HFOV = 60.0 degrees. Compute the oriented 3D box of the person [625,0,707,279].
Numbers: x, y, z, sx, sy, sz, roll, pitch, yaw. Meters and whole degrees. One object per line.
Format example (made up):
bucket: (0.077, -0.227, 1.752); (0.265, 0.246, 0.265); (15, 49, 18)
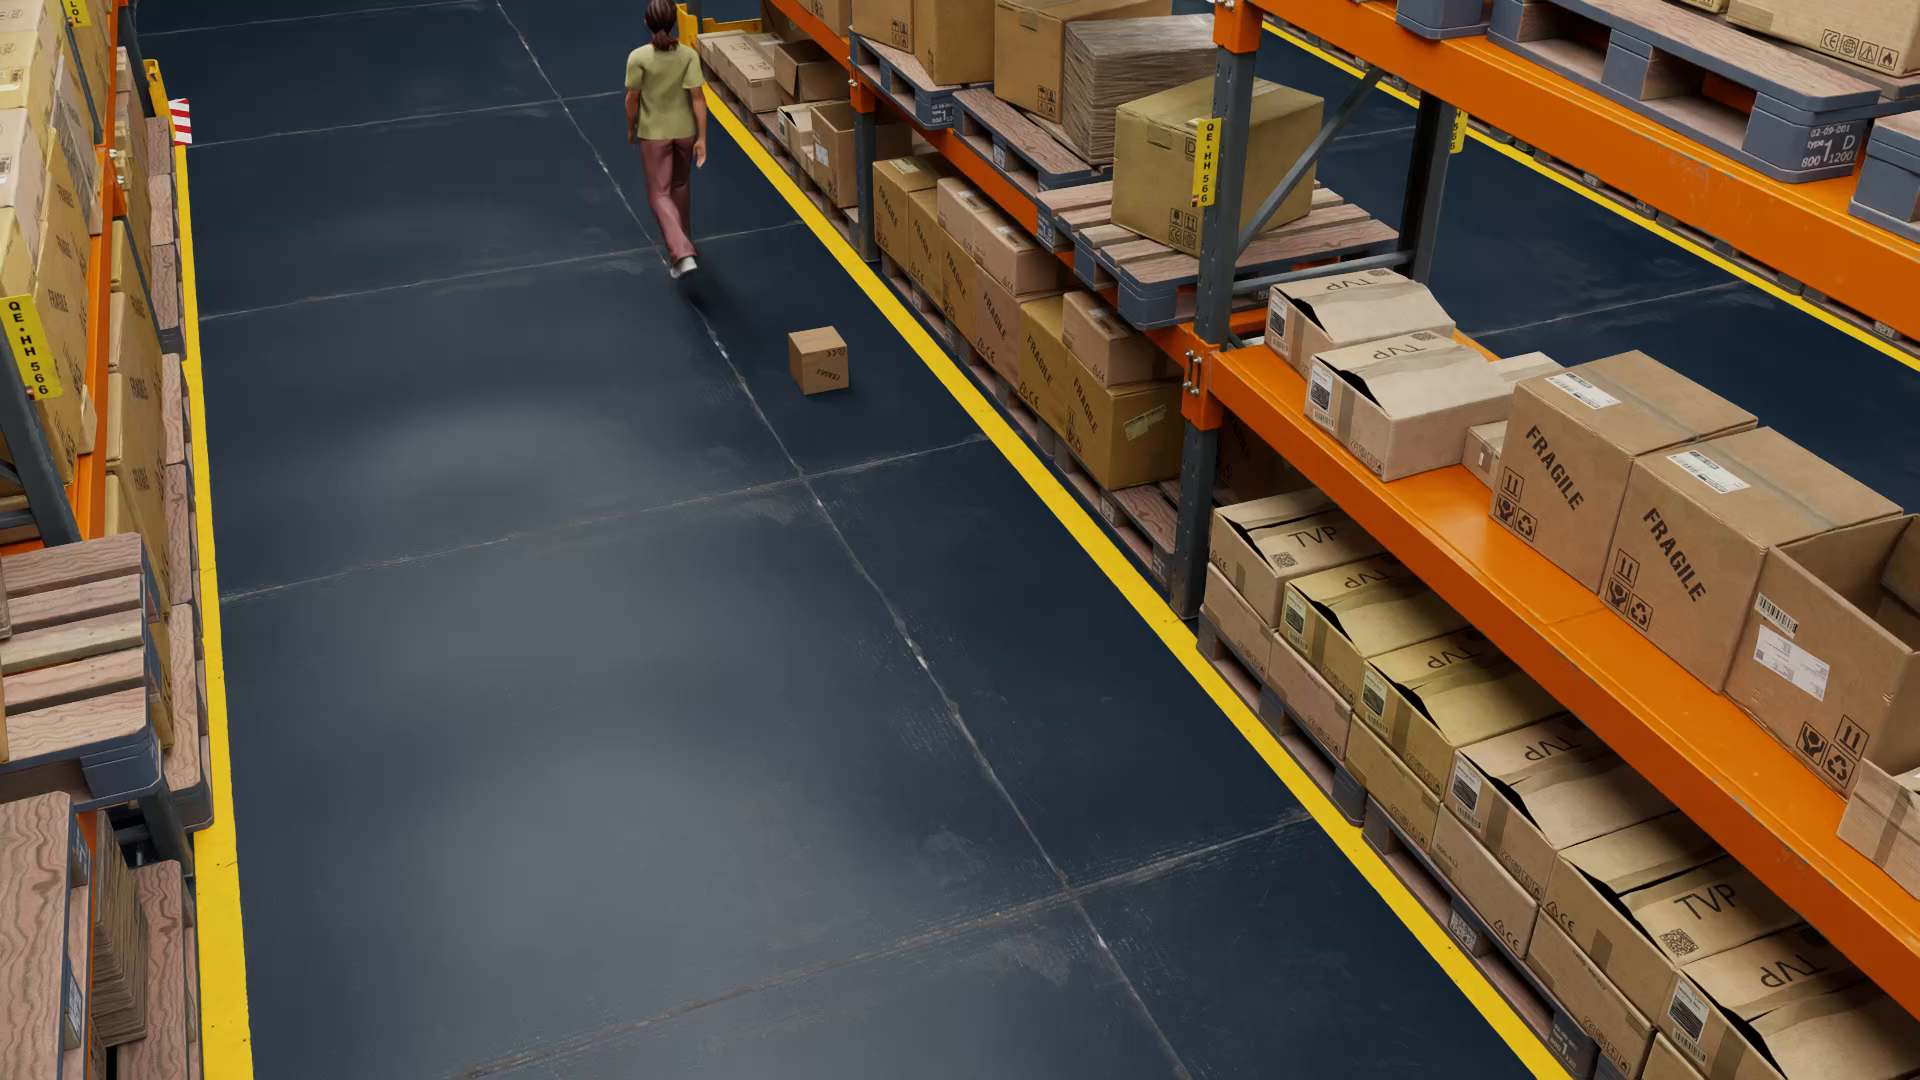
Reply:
person: (-1.691, -2.340, 9.664); (0.442, 1.629, 0.983); (-14, 36, -20)
